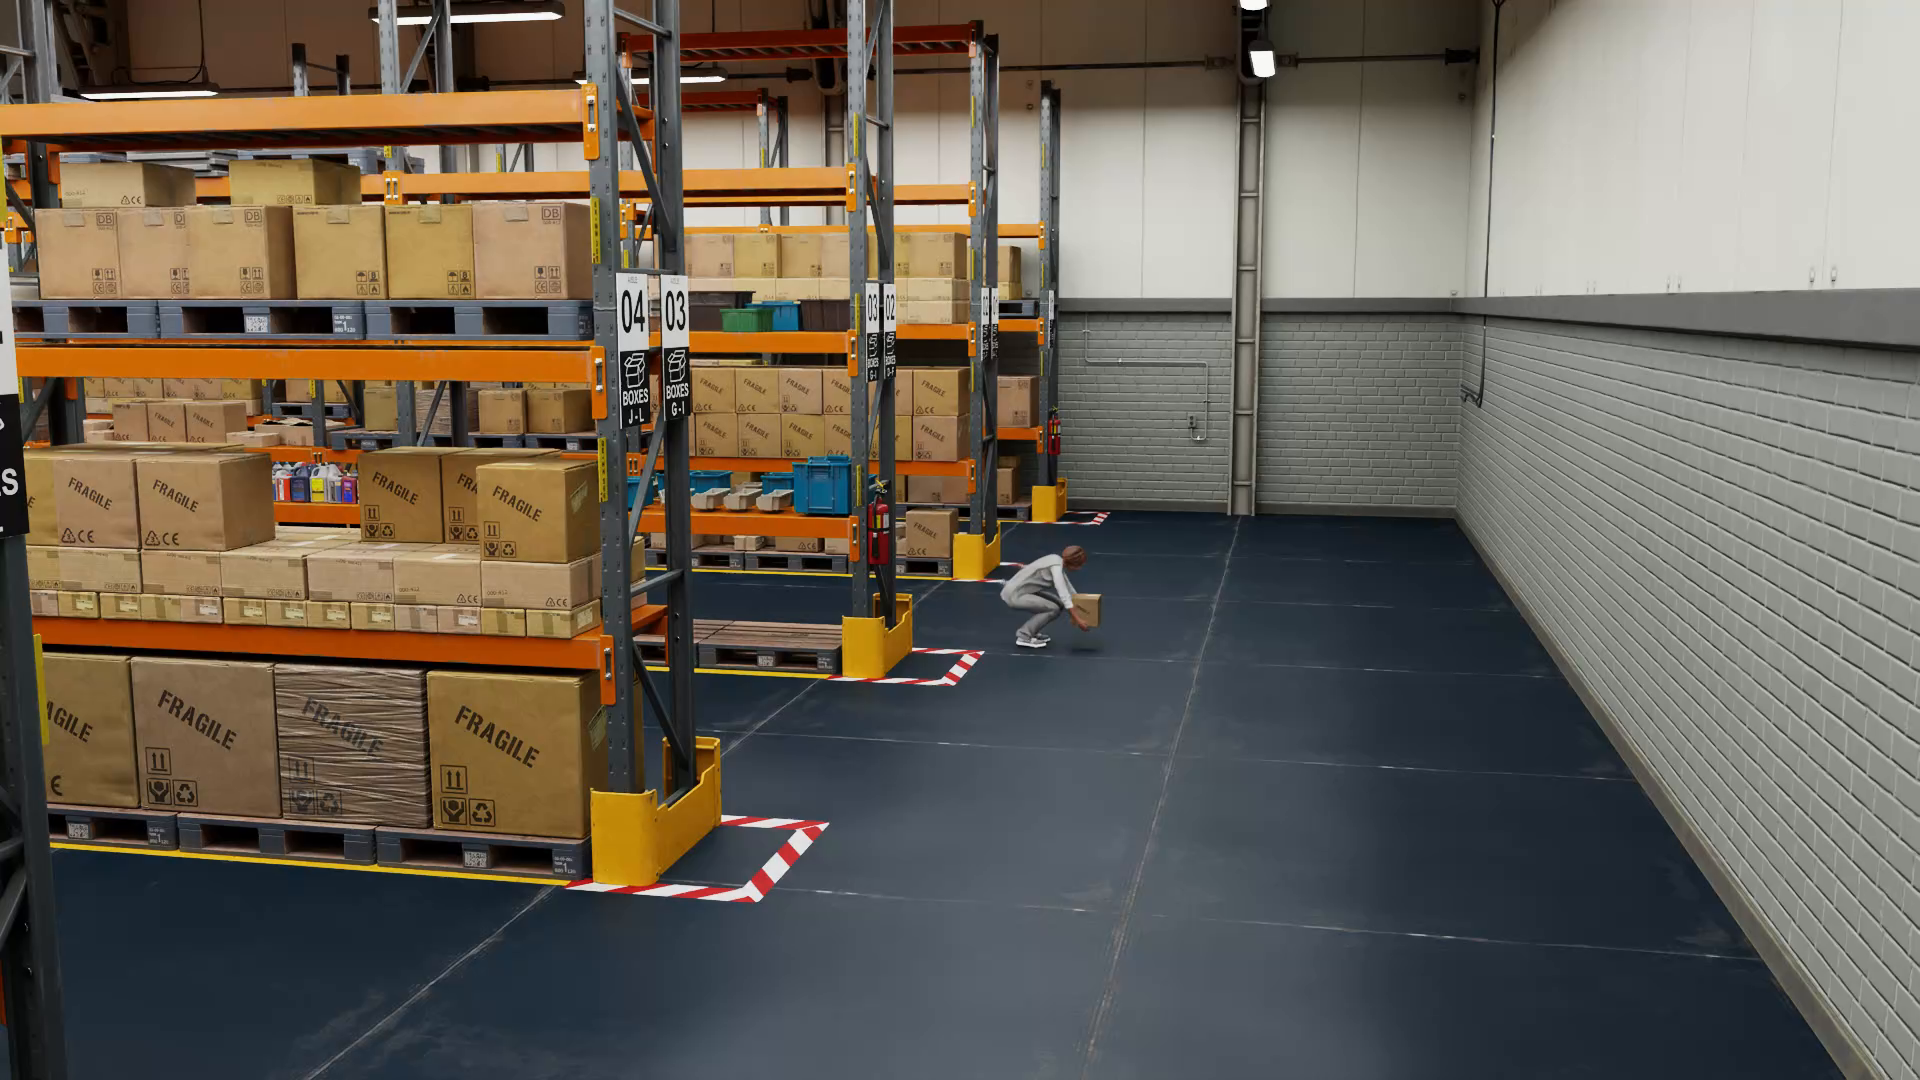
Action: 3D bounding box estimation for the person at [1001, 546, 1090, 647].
[{"bbox_3d":[0.772,0.494,14.888,0.812,0.901,0.448,2,8,11],"label":"person"}]
